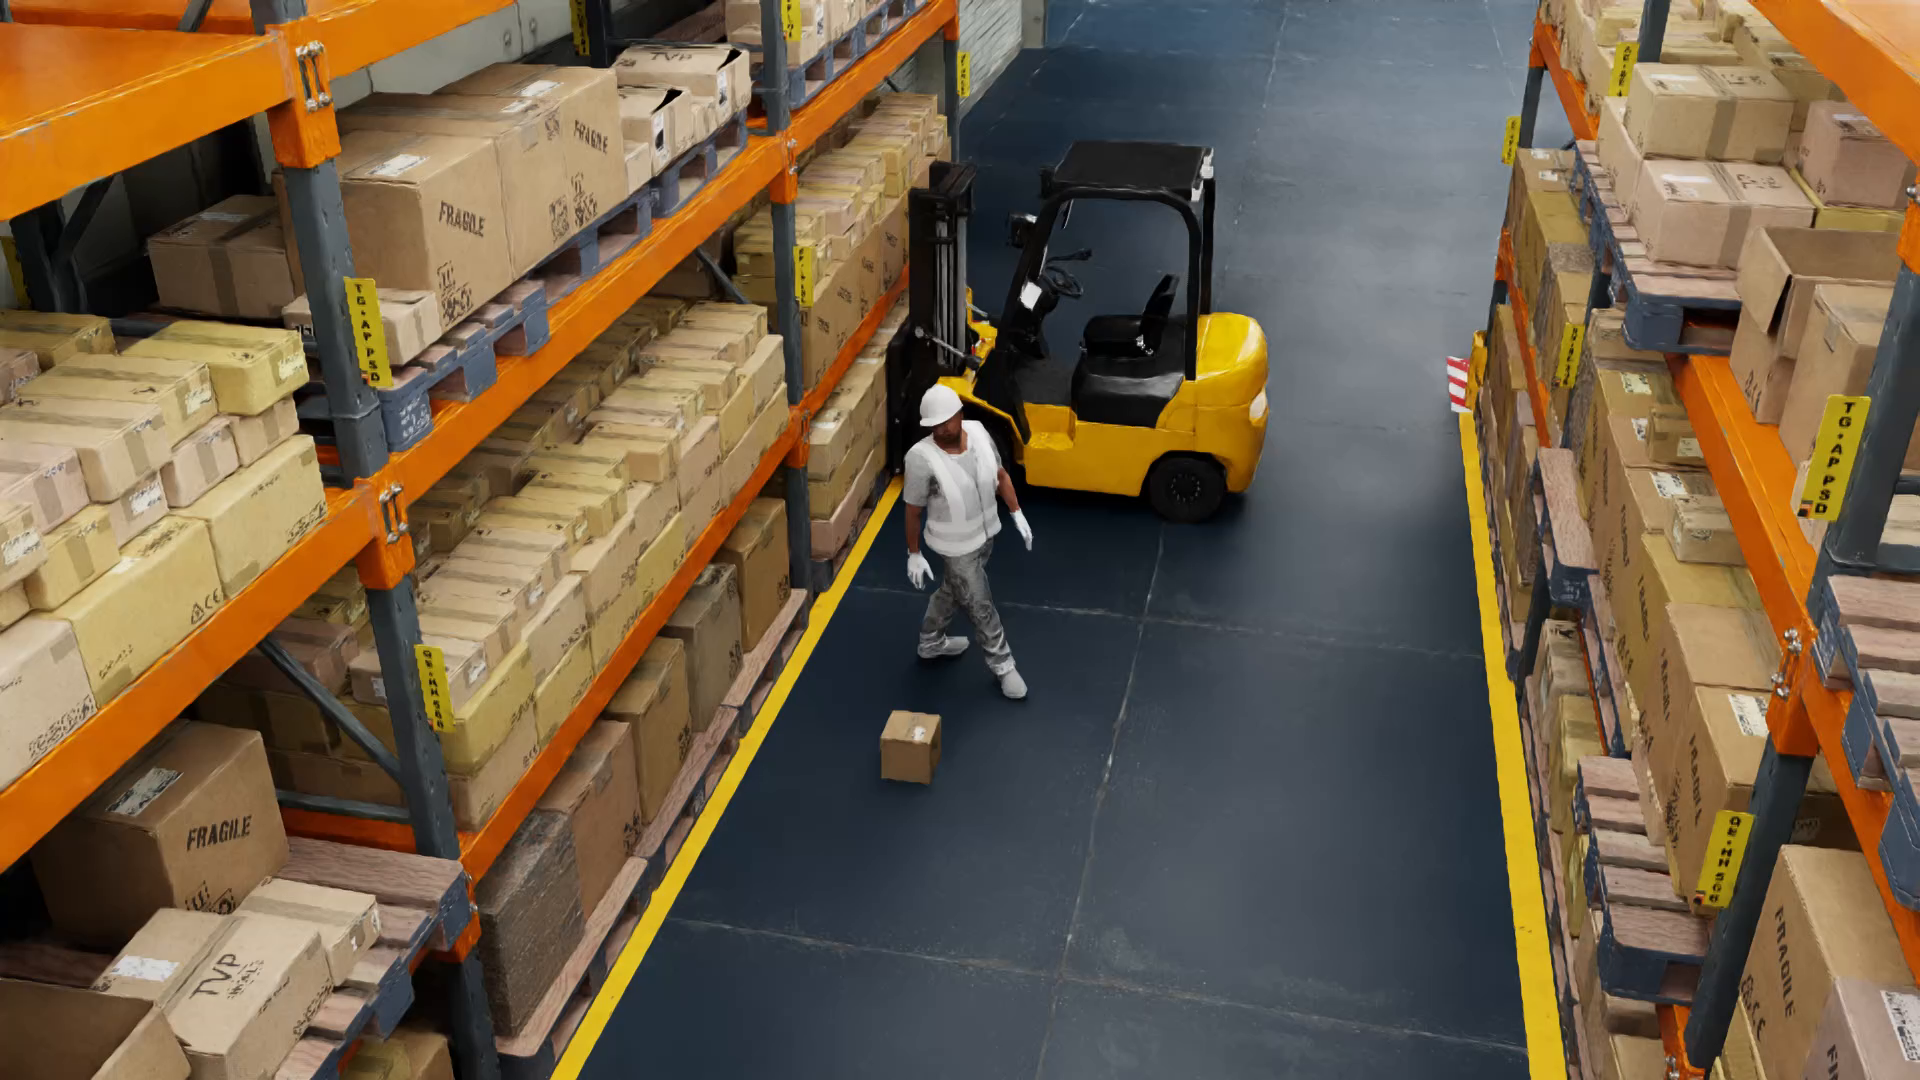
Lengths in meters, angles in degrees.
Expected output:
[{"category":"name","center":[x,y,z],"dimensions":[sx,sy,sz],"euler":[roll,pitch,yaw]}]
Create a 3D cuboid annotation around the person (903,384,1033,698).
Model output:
[{"category":"person","center":[0.040,-0.001,8.624],"dimensions":[0.723,1.746,0.597],"euler":[18,34,30]}]
